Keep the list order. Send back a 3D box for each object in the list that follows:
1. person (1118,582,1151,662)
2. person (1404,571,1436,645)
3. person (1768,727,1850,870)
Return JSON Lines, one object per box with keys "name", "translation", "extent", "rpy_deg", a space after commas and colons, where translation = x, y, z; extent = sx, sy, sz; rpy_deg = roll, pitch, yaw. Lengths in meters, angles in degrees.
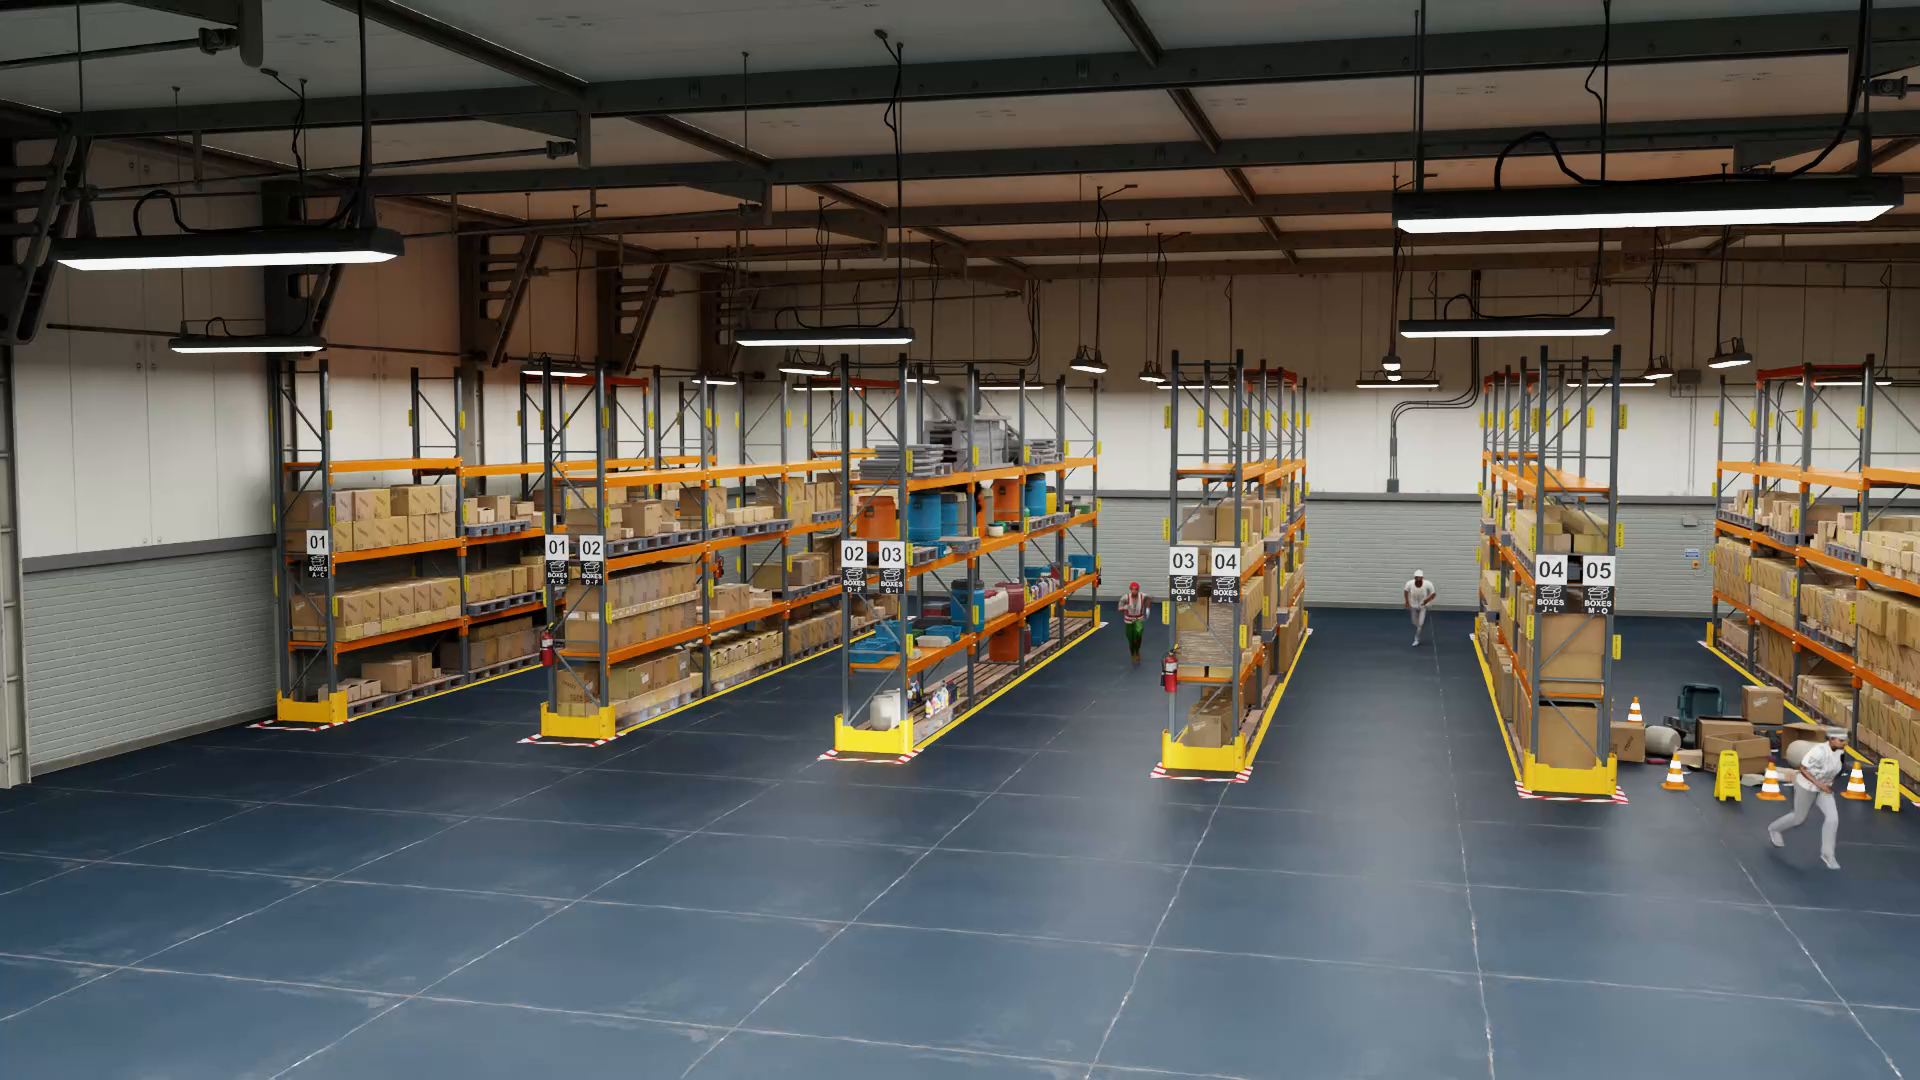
{"name": "person", "translation": [3.547, 1.676, 33.804], "extent": [0.644, 1.699, 0.934], "rpy_deg": [1, 4, 10]}
{"name": "person", "translation": [10.269, 1.508, 37.156], "extent": [0.694, 1.696, 0.788], "rpy_deg": [2, 4, 20]}
{"name": "person", "translation": [9.672, 2.869, 18.957], "extent": [0.609, 1.628, 0.980], "rpy_deg": [-2, 5, -26]}
